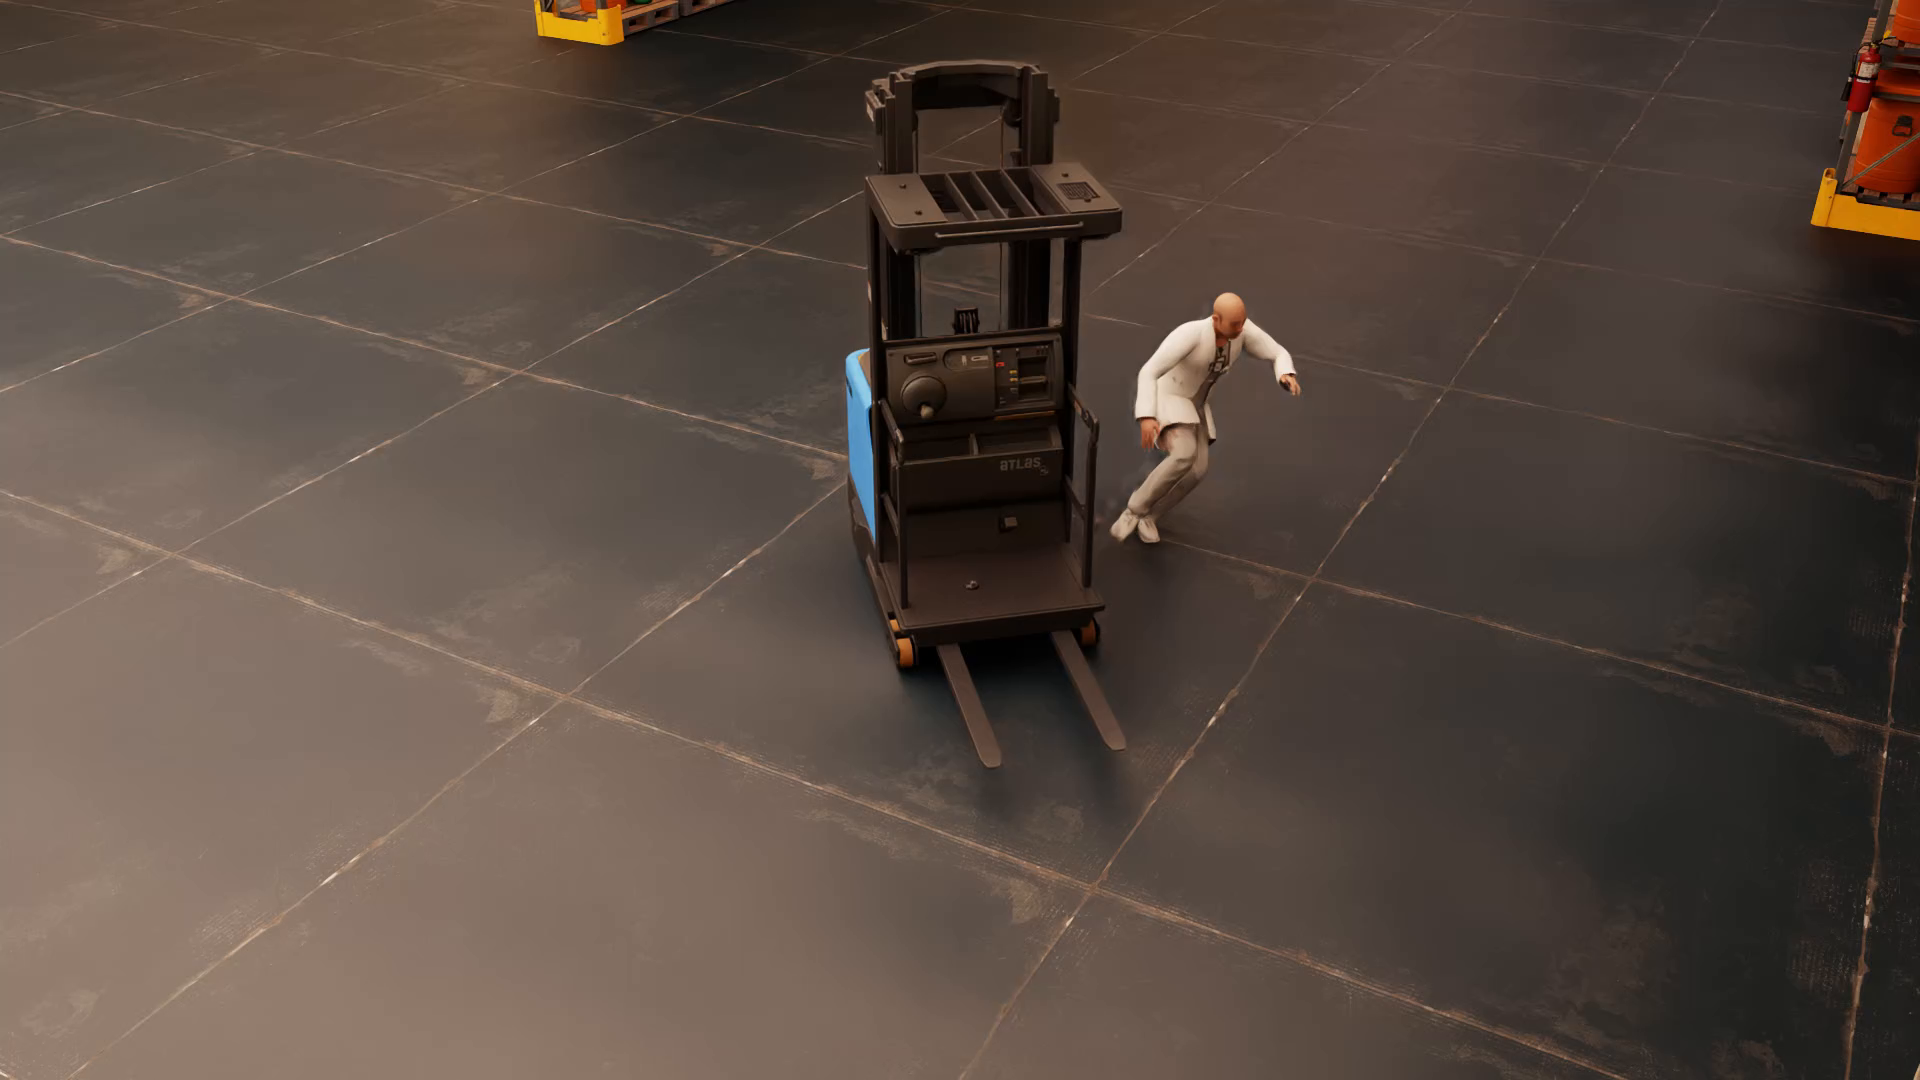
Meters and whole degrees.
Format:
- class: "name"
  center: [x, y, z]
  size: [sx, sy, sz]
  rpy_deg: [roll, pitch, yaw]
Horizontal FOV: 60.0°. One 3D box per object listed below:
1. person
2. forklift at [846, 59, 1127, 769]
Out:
- class: "person"
  center: [1.404, -0.678, 9.674]
  size: [1.124, 1.533, 0.938]
  rpy_deg: [-21, 36, -32]
- class: "forklift"
  center: [0.131, -0.792, 8.443]
  size: [1.130, 2.935, 3.031]
  rpy_deg: [-6, 31, -11]
